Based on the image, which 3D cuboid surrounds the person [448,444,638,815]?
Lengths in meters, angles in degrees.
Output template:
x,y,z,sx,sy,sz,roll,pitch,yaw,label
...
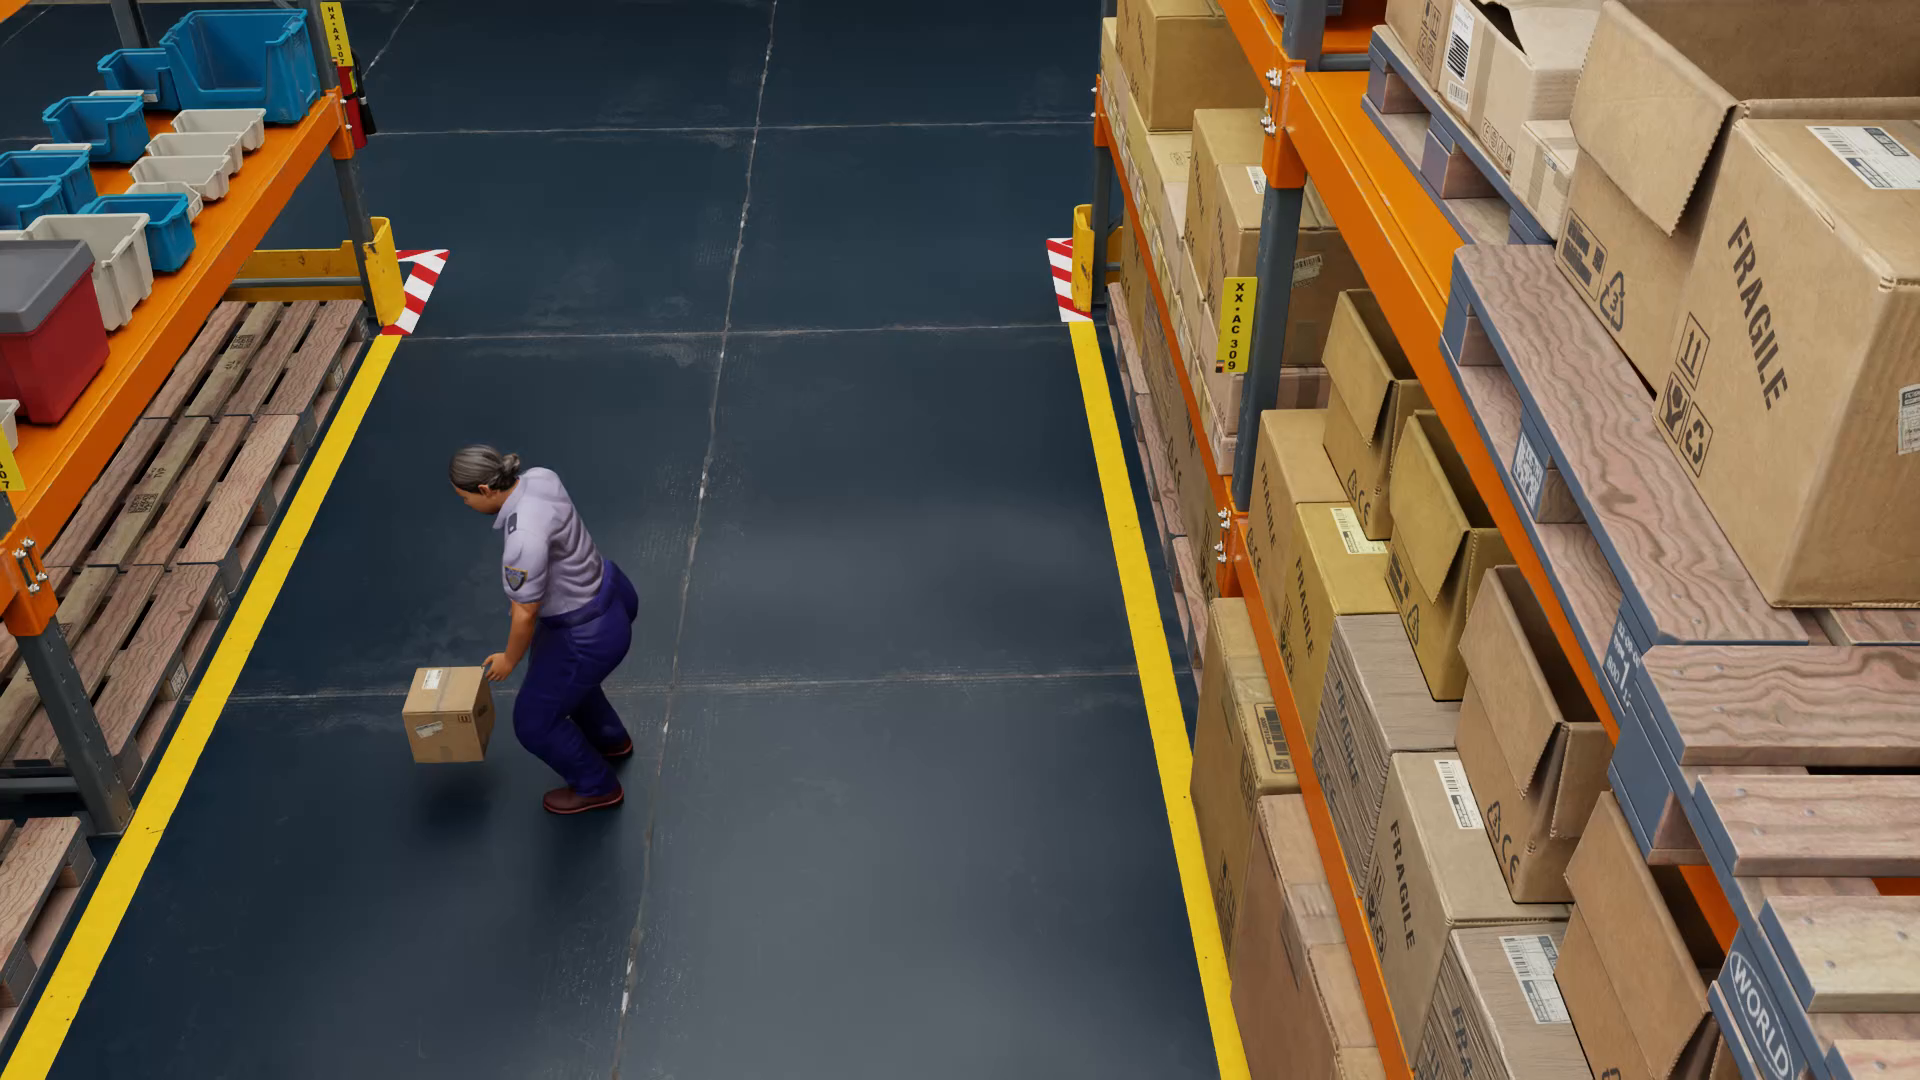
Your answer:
x,y,z,sx,sy,sz,roll,pitch,yaw,label
-1.413,0.314,5.858,0.529,1.499,0.522,-1,35,-1,person
